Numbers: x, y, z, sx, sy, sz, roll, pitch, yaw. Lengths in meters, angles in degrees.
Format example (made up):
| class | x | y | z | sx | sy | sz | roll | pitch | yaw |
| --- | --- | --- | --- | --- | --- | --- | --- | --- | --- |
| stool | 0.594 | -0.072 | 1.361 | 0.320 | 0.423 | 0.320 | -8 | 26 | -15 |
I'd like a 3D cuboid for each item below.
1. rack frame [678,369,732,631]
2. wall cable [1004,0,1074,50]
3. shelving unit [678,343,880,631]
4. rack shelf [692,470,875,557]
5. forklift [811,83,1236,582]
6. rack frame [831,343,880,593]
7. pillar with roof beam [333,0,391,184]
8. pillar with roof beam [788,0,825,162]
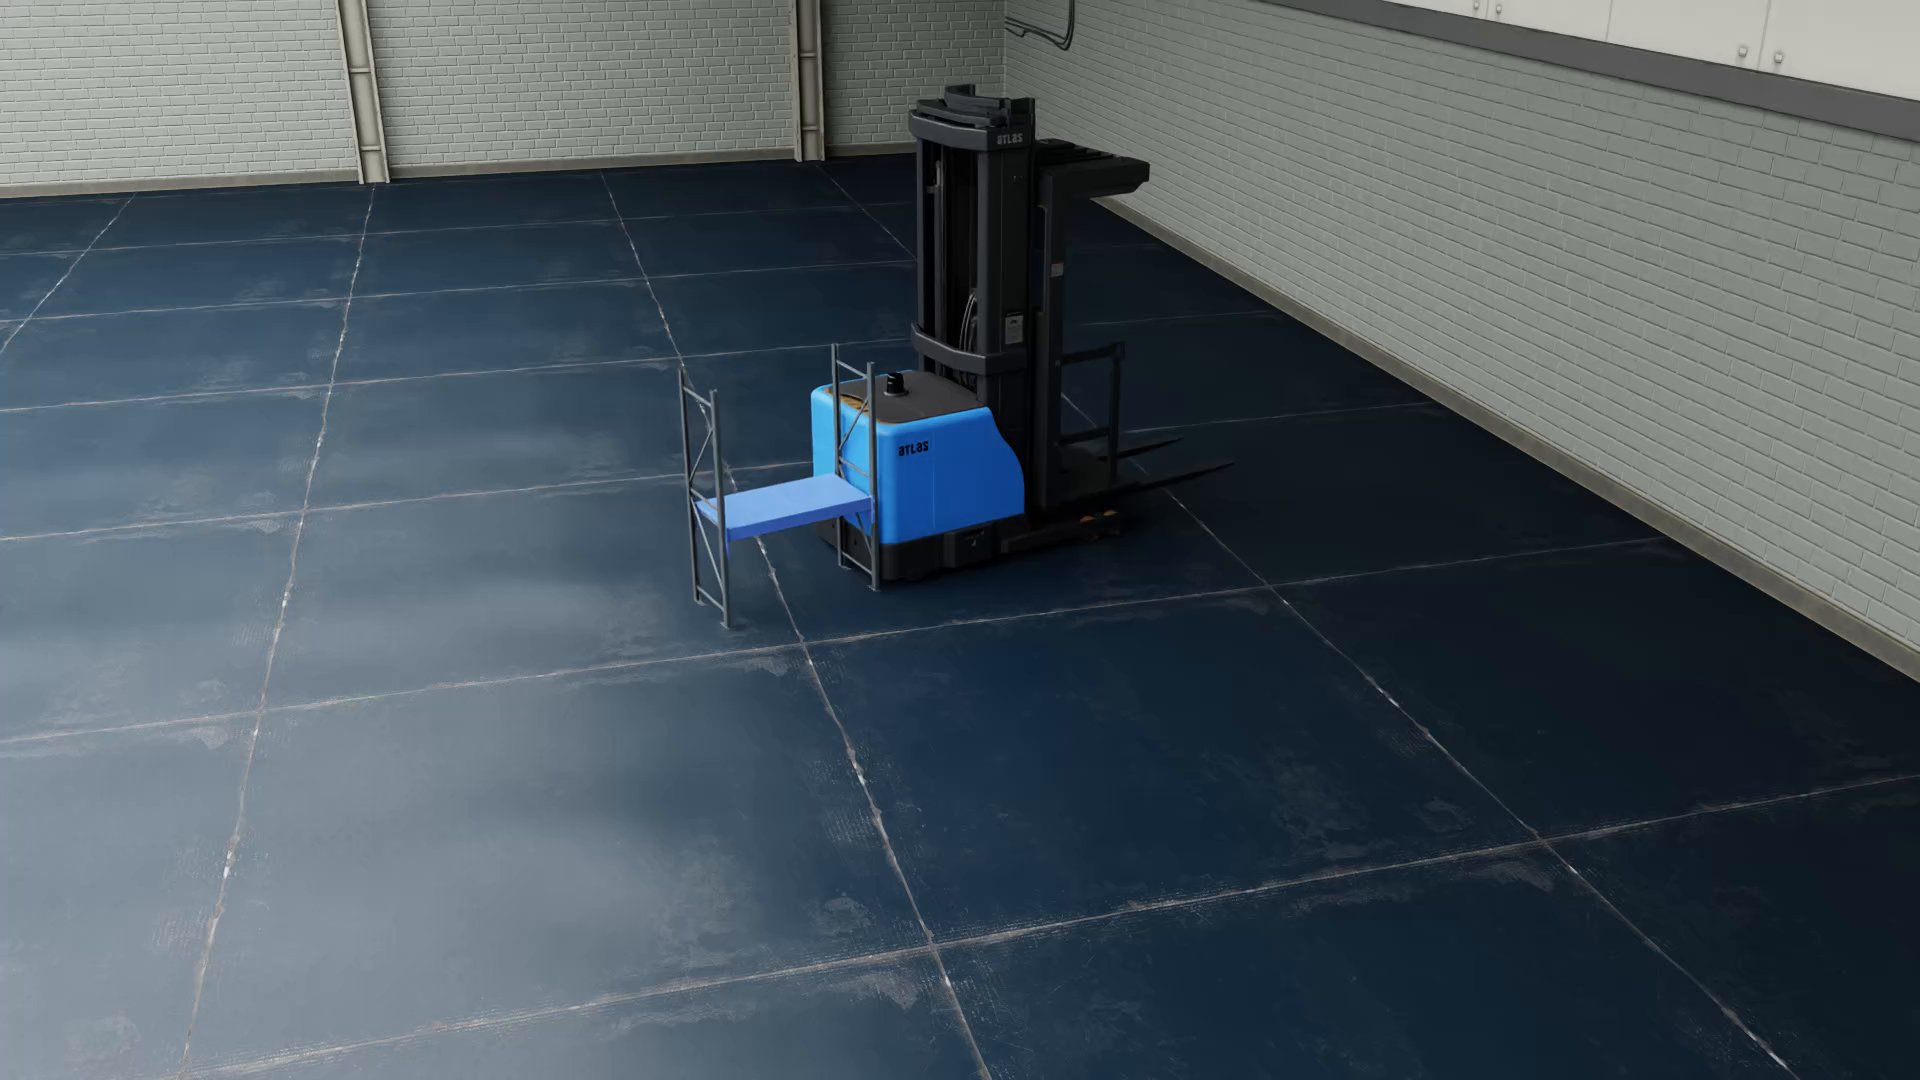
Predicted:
| class | x | y | z | sx | sy | sz | roll | pitch | yaw |
| --- | --- | --- | --- | --- | --- | --- | --- | --- | --- |
| rack frame | -1.515 | -0.232 | 9.889 | 0.032 | 1.500 | 0.500 | -14 | 27 | -29 |
| wall cable | 1.014 | -8.043 | 22.521 | 0.112 | 2.526 | 3.097 | -6 | 24 | -14 |
| shelving unit | -1.083 | -0.338 | 10.136 | 1.048 | 1.500 | 0.538 | -14 | 27 | -29 |
| rack shelf | -1.083 | -0.173 | 10.207 | 1.000 | 0.185 | 0.538 | -14 | 27 | -29 |
| forklift | 0.535 | -1.503 | 11.036 | 3.031 | 2.935 | 1.130 | -14 | 27 | -29 |
| rack frame | -0.651 | -0.444 | 10.382 | 0.032 | 1.500 | 0.500 | -14 | 27 | -29 |
| pillar with roof beam | -6.794 | -7.385 | 17.049 | 0.400 | 9.000 | 9.100 | -6 | 24 | -14 |
| pillar with roof beam | -1.017 | -8.024 | 18.538 | 0.400 | 9.000 | 9.100 | -6 | 24 | -14 |
